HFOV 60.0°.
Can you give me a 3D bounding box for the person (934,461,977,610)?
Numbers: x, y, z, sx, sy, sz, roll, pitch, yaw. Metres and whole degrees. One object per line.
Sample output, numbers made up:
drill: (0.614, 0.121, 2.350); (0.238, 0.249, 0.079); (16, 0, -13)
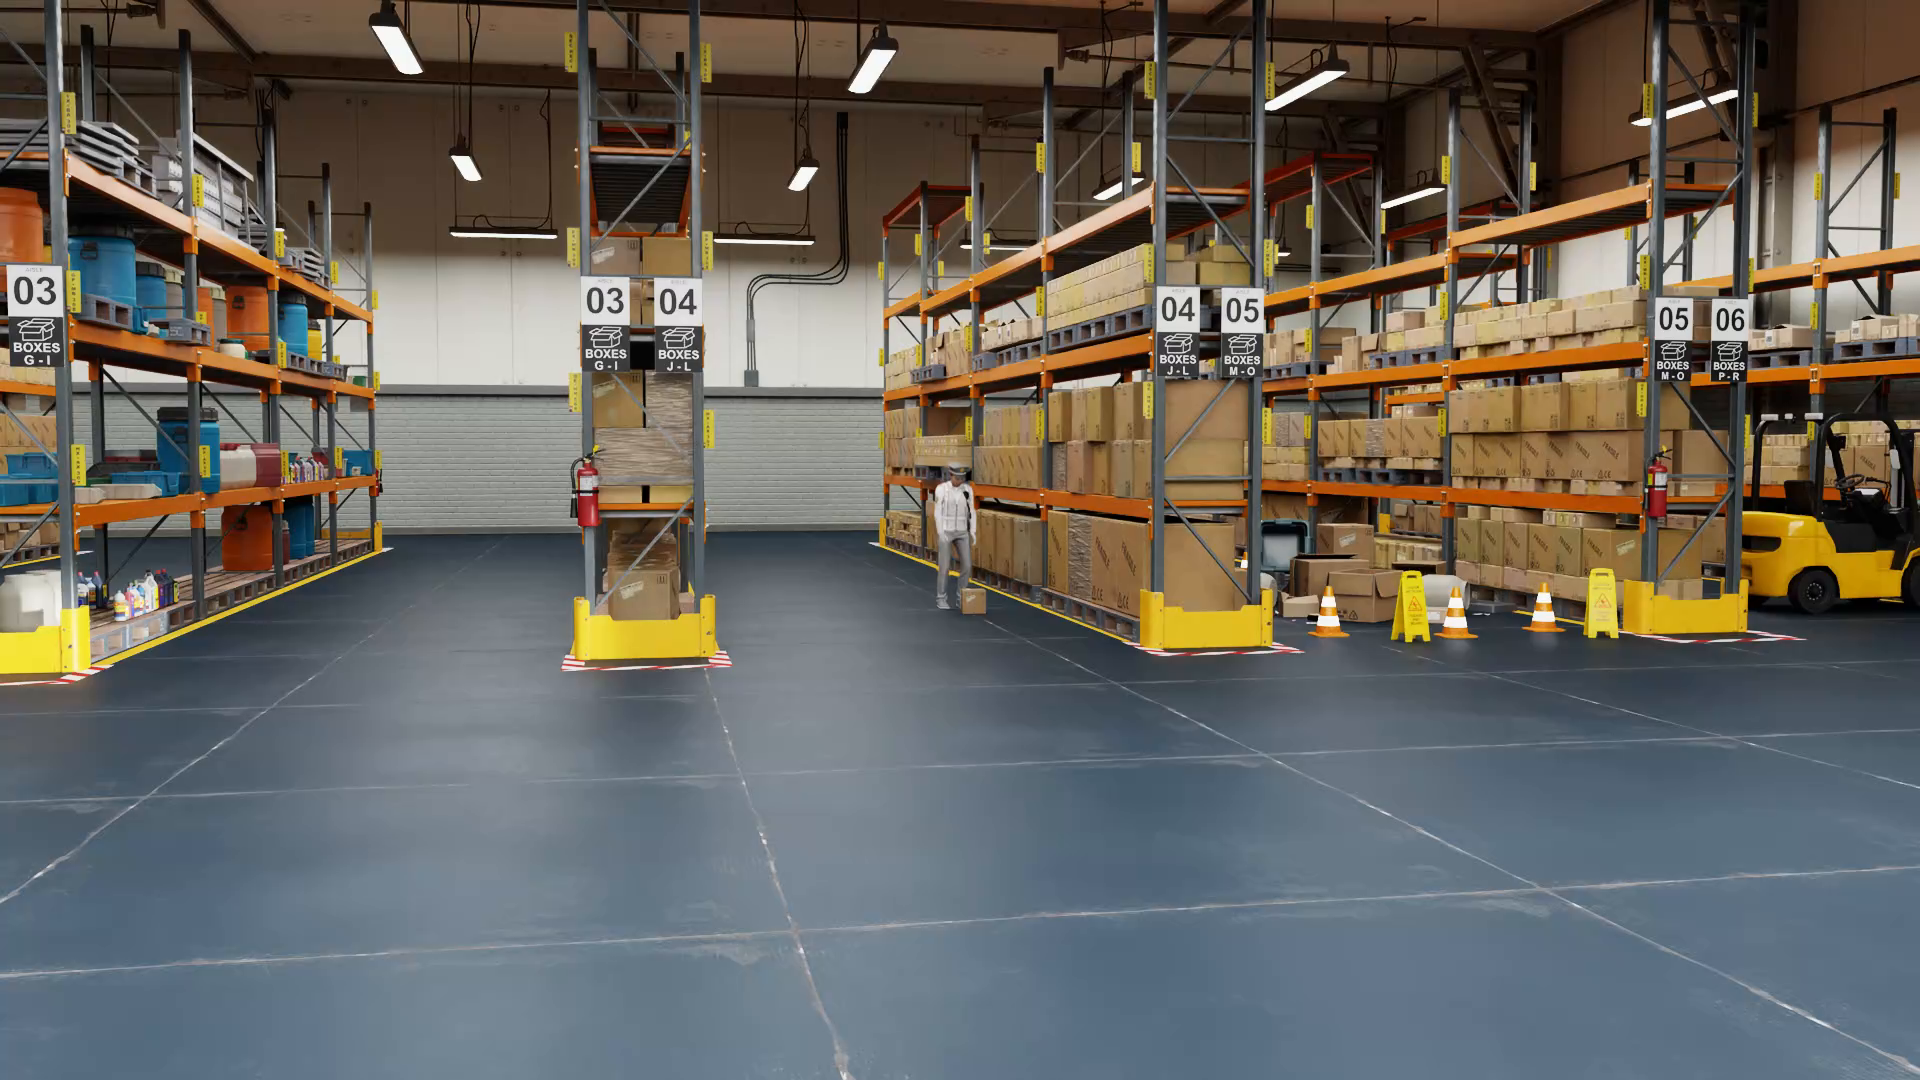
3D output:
person: (-0.044, -0.053, 18.426); (0.492, 1.641, 0.412); (-1, 3, -17)
